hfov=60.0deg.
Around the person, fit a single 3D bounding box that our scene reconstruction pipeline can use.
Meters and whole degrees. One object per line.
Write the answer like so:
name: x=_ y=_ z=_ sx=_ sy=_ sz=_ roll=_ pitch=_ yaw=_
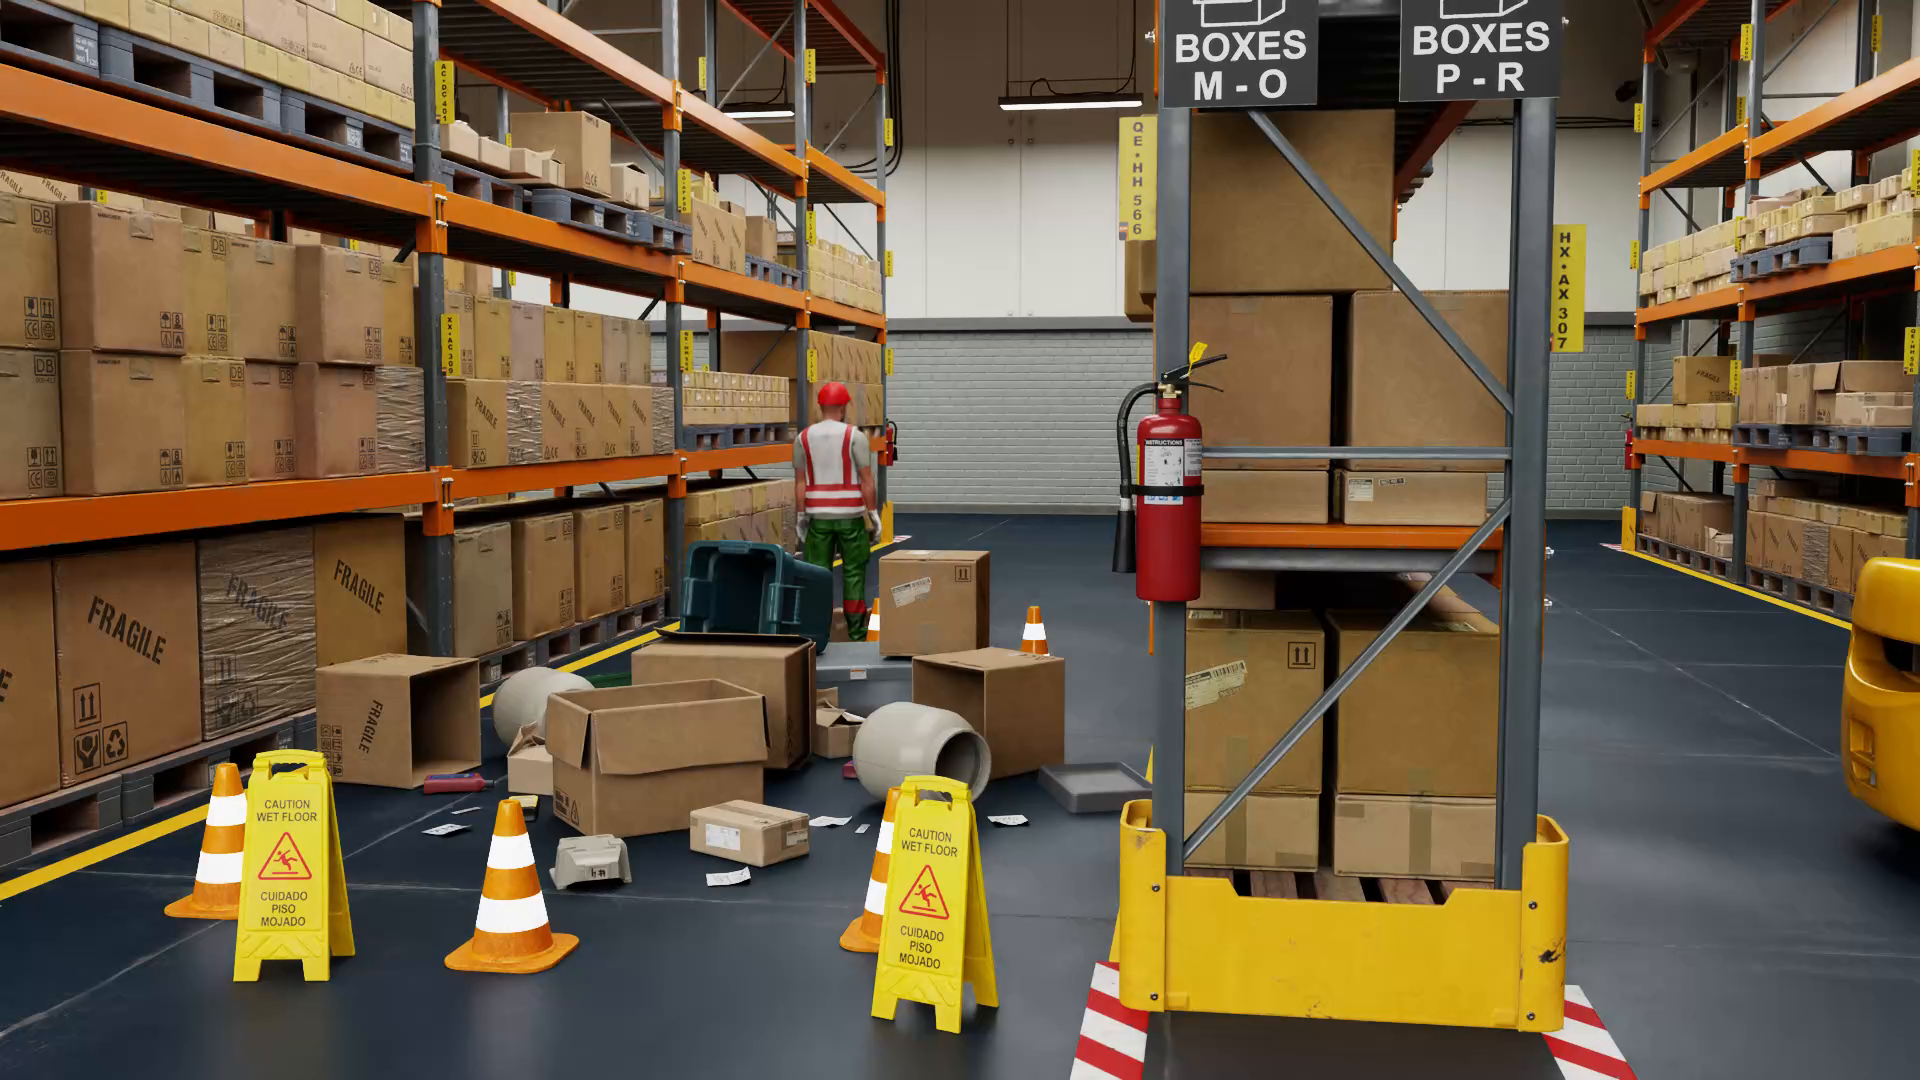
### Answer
person: x=-0.799 y=-0.148 z=11.009 sx=0.595 sy=1.795 sz=0.371 roll=1 pitch=4 yaw=10
